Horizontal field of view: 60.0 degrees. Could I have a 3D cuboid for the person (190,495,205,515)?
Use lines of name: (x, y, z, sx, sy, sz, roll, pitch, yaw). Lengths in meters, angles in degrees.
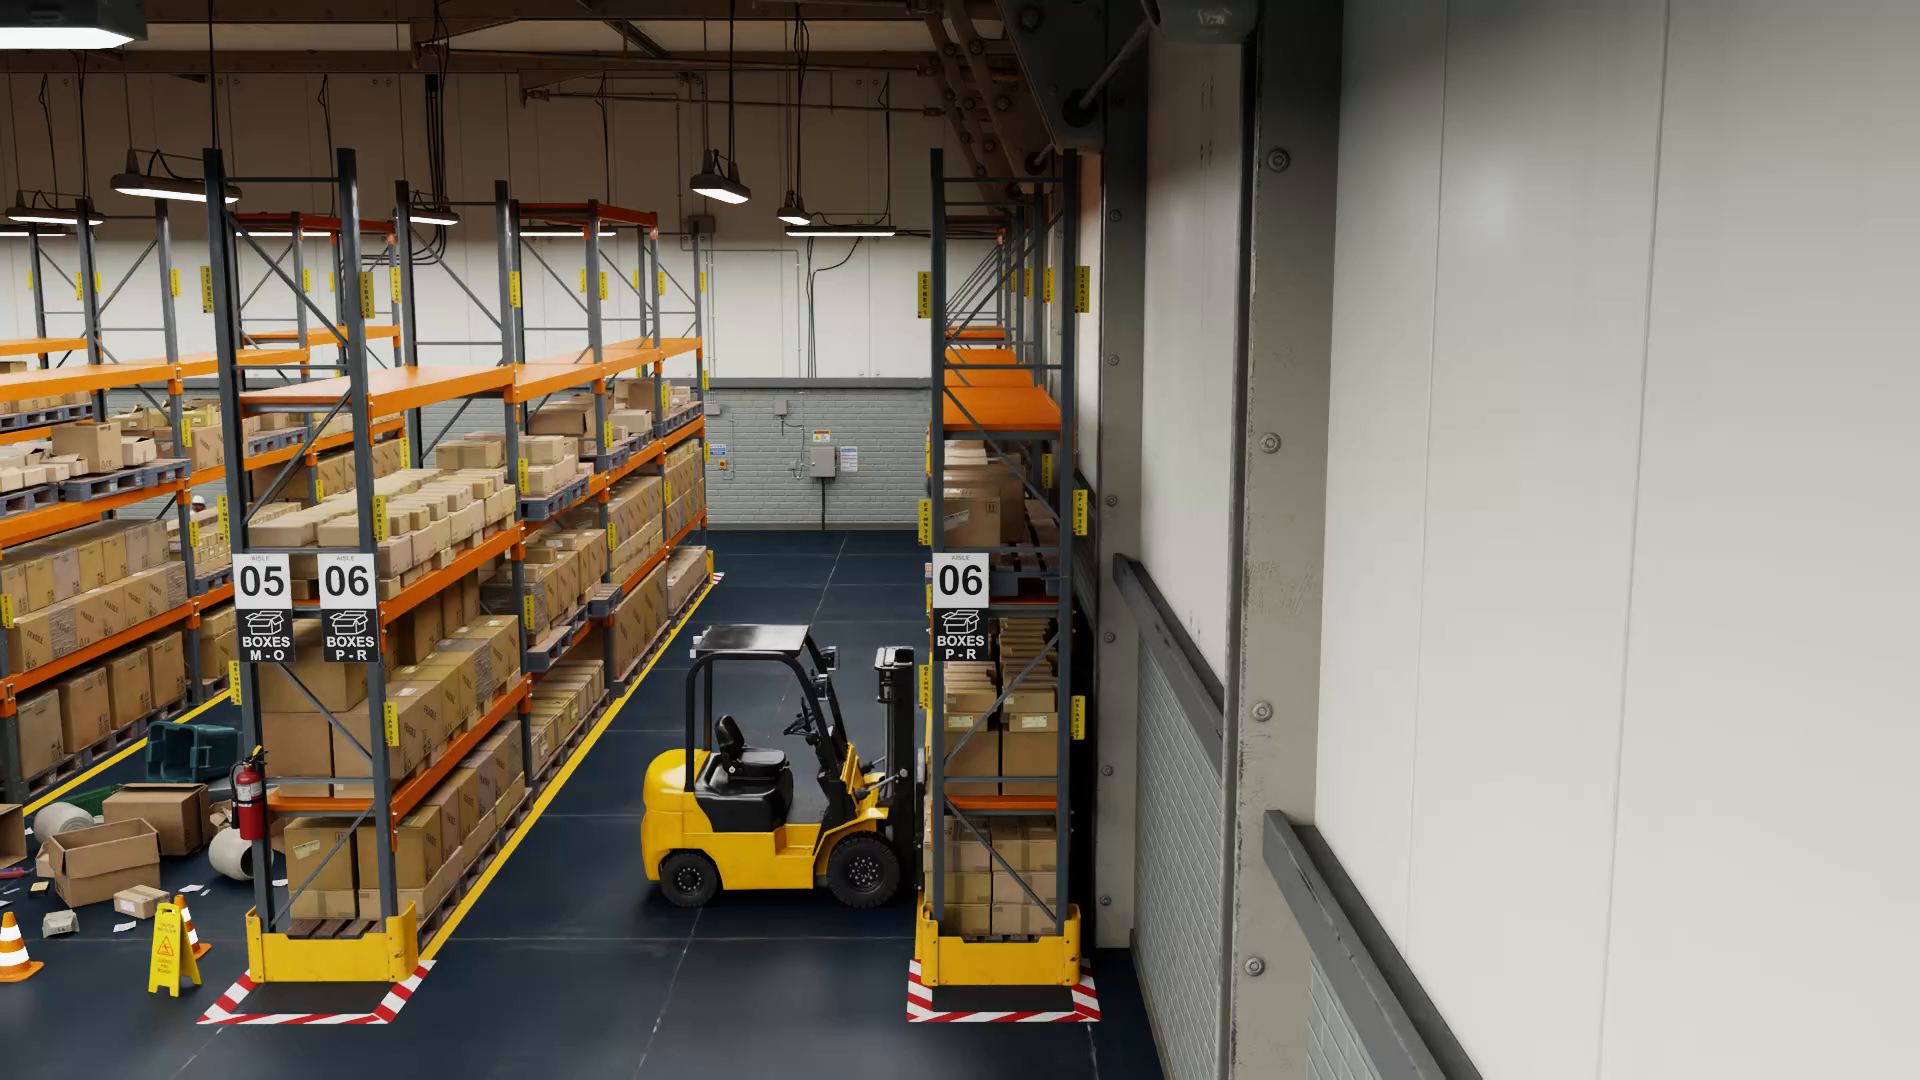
person: (-11.737, 0.201, 25.773, 0.610, 1.827, 0.871, -2, 9, -15)
